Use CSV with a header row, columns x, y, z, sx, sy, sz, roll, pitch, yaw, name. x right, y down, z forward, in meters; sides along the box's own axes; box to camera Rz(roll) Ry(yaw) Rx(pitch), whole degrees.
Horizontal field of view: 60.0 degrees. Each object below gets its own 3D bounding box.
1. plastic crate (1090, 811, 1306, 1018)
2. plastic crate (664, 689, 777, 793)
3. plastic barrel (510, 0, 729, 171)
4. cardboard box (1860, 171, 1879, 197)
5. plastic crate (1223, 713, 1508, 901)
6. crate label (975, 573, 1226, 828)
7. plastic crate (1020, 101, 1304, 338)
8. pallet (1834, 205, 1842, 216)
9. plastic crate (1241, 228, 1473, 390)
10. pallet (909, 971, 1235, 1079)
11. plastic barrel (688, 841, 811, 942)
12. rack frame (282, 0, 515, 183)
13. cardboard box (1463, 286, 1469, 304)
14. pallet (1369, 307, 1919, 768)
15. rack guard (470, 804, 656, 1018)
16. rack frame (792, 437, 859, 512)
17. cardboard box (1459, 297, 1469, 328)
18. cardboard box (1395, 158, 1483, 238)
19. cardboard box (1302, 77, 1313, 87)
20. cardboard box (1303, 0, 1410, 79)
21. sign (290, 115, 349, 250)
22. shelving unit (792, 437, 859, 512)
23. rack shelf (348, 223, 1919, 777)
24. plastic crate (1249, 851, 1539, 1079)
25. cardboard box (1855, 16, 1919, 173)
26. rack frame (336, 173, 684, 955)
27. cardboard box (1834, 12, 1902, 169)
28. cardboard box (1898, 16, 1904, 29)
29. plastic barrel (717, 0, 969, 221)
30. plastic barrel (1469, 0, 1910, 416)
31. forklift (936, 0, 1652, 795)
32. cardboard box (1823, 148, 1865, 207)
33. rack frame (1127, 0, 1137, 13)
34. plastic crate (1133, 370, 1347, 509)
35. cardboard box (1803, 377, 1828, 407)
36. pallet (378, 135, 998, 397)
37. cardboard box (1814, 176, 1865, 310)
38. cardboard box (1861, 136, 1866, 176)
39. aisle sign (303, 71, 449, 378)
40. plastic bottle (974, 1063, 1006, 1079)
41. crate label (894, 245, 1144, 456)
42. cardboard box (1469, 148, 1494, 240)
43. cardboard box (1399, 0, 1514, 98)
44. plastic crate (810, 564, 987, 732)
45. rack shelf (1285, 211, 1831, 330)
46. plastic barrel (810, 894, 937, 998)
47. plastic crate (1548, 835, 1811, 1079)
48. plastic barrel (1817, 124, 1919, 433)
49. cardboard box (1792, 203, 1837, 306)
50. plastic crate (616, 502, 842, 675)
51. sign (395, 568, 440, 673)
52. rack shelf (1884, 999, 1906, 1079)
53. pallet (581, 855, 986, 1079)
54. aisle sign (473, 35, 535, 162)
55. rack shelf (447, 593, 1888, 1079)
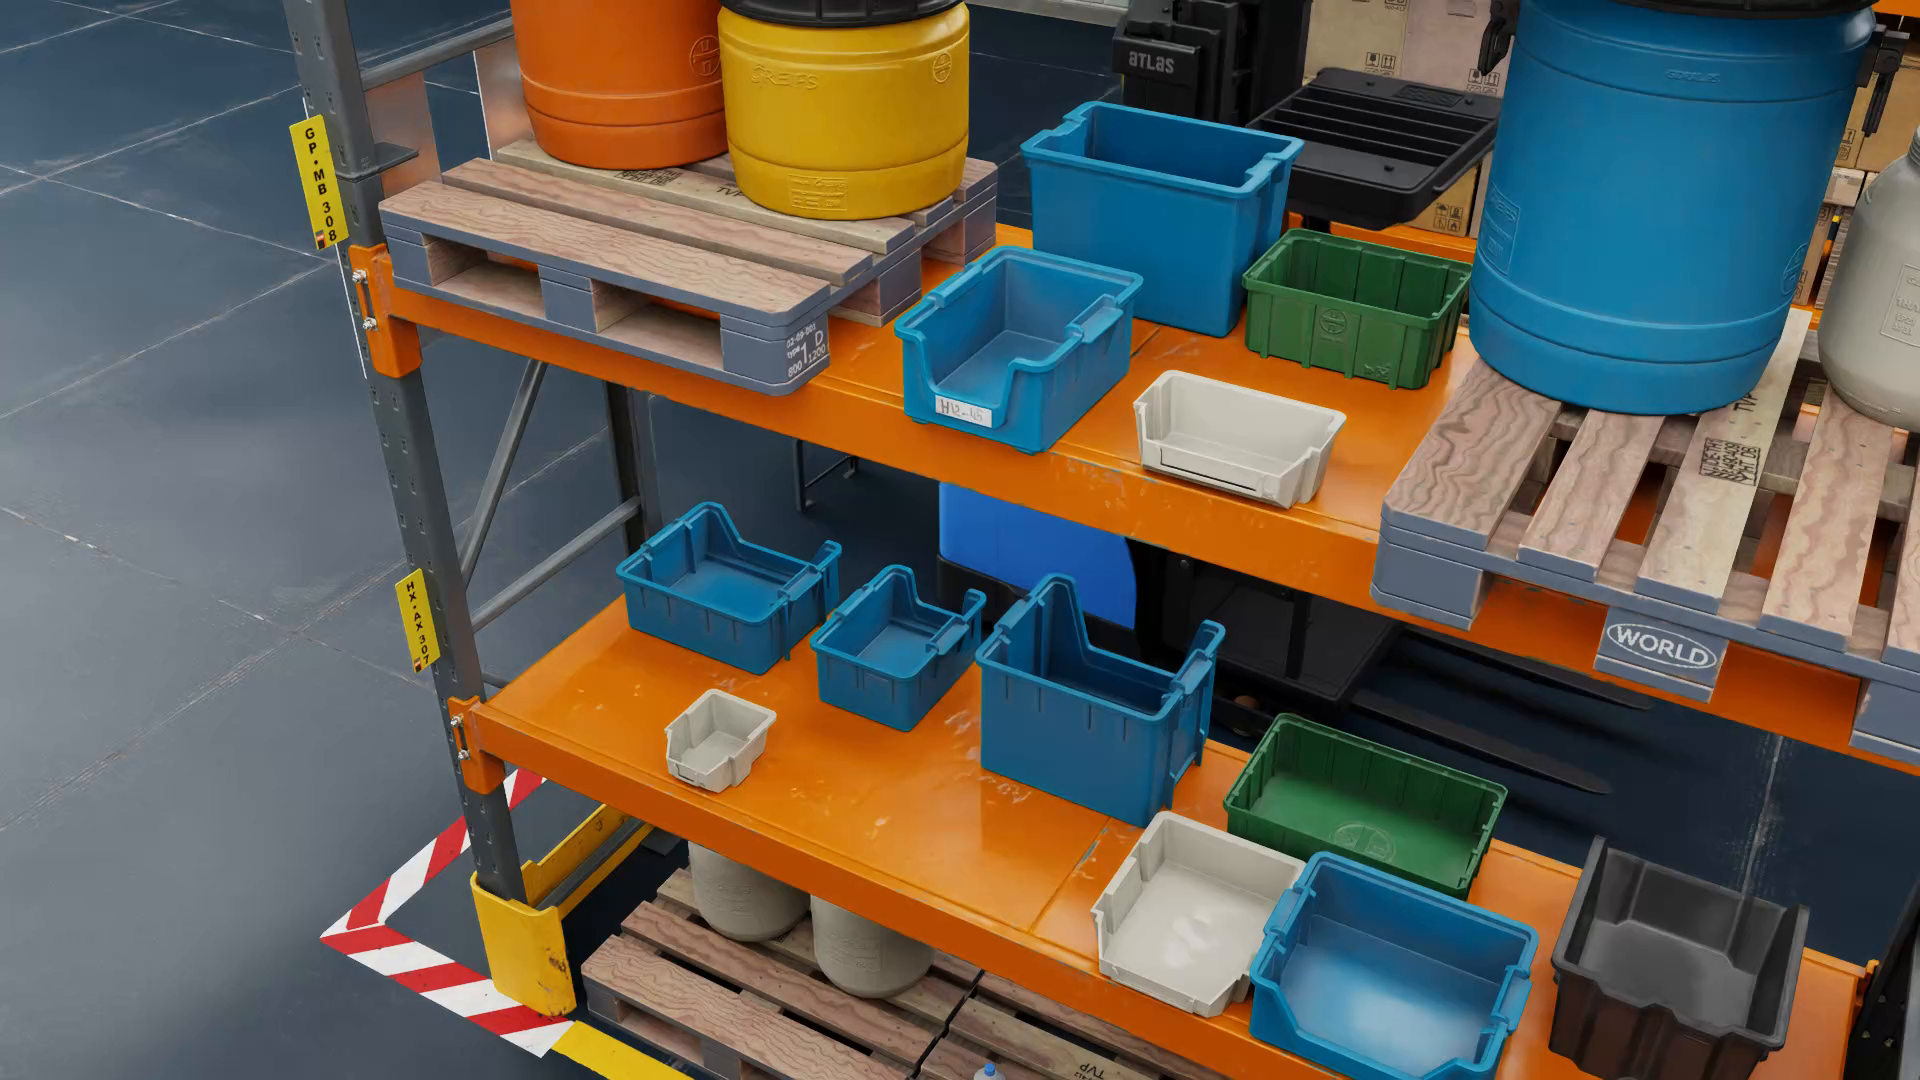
x,y,z,sx,sy,sz,roll,pitch,yaw,name
0.608,0.978,4.312,0.437,0.136,0.530,18,37,24,plastic crate
-0.712,0.604,4.875,0.250,0.136,0.298,18,37,24,plastic crate
-0.845,-1.436,4.228,0.708,0.830,0.600,18,37,24,plastic barrel
4.048,-1.542,7.183,0.250,0.149,0.380,17,37,23,cardboard box
1.105,0.772,4.575,0.662,0.188,0.450,18,37,24,plastic crate
0.402,0.455,4.829,0.616,0.435,0.502,18,37,24,crate label
0.475,-0.769,4.007,0.575,0.384,0.392,18,37,24,plastic crate
6.458,-2.581,11.936,1.213,0.211,1.003,18,37,24,pallet
0.908,-0.532,3.827,0.450,0.188,0.336,18,37,24,plastic crate
0.517,1.814,5.335,1.213,0.211,1.003,18,37,24,pallet
-0.720,1.098,5.760,0.421,0.512,0.421,0,34,0,plastic barrel
-1.330,-2.404,3.741,0.127,3.000,1.000,18,37,24,rack frame
2.362,-1.109,8.635,0.500,0.500,0.500,18,37,24,cardboard box
1.468,-0.128,3.200,1.003,0.211,1.213,18,37,24,pallet
-1.240,1.132,6.099,0.348,0.500,1.175,18,37,24,rack guard
-0.685,-0.888,8.230,0.032,1.500,0.500,20,39,27,rack frame
2.787,-0.963,8.416,0.500,0.500,0.500,18,37,24,cardboard box
2.417,-1.915,8.329,0.500,0.500,0.700,18,38,25,cardboard box
1.812,-2.249,8.245,0.250,0.149,0.380,18,38,25,cardboard box
2.035,-2.580,8.157,0.500,0.500,0.700,17,37,23,cardboard box
-1.607,-0.895,4.174,0.005,0.325,0.100,18,37,24,sign
-0.260,-0.733,7.997,1.048,1.500,0.538,20,39,27,shelving unit
0.407,-0.306,3.946,4.000,0.370,1.077,18,37,24,rack shelf
1.048,1.082,4.054,0.616,0.251,0.499,18,37,24,plastic crate
4.216,-1.890,7.121,0.500,0.500,0.700,18,38,25,cardboard box
-1.330,0.093,5.404,0.127,3.000,1.000,18,37,24,rack frame
3.776,-2.028,7.329,0.500,0.500,0.700,17,37,24,cardboard box
6.497,-3.504,10.924,0.500,0.250,0.500,18,38,25,cardboard box
-0.277,-1.156,4.025,0.600,0.588,0.600,0,34,0,plastic barrel
1.332,-0.764,3.153,0.708,0.901,0.600,18,37,24,plastic barrel
1.404,-0.673,6.617,3.031,2.935,1.130,20,39,27,forklift
3.819,-1.612,7.290,0.250,0.149,0.380,16,37,23,cardboard box
1.131,-2.289,8.982,0.127,3.000,1.000,18,37,24,rack frame
0.549,-0.192,3.364,0.396,0.136,0.243,18,37,24,plastic crate
4.357,-0.810,8.185,0.500,0.500,0.500,18,37,24,cardboard box
-0.660,-0.802,4.212,1.213,0.211,1.003,18,37,24,pallet
4.216,-1.350,7.481,0.500,0.500,0.700,17,37,23,cardboard box
4.024,-1.807,7.582,0.250,0.149,0.380,17,37,23,cardboard box
-1.538,-0.868,4.501,0.004,0.787,0.394,18,37,24,aisle sign
0.090,1.694,5.064,0.097,0.271,0.097,0,34,0,plastic bottle
0.131,-0.420,3.602,0.408,0.251,0.502,18,37,24,crate label
2.876,-1.772,8.114,0.500,0.500,0.700,19,38,26,cardboard box
2.474,-2.442,7.950,0.500,0.500,0.700,18,38,25,cardboard box
-0.186,0.330,5.182,0.408,0.251,0.499,18,37,24,plastic crate
2.868,-1.440,8.355,4.000,0.370,1.077,18,37,24,rack shelf
-0.285,1.236,5.553,0.421,0.512,0.421,0,34,0,plastic barrel
1.752,1.014,4.077,0.504,0.338,0.767,18,37,24,plastic crate
1.867,-0.489,3.093,0.421,0.512,0.421,0,34,0,plastic barrel
3.755,-1.492,7.694,0.500,0.500,0.700,17,37,24,cardboard box
-0.747,0.149,5.454,0.616,0.251,0.499,18,37,24,plastic crate
-1.607,0.242,4.931,0.005,0.325,0.100,18,37,24,sign
3.880,2.043,3.125,4.000,0.370,1.077,18,37,24,rack shelf
-0.538,1.478,5.840,1.213,0.211,1.003,18,37,24,pallet
-1.245,-1.151,4.927,0.004,0.787,0.394,18,37,24,aisle sign
0.407,0.943,4.777,4.000,0.370,1.077,18,37,24,rack shelf
